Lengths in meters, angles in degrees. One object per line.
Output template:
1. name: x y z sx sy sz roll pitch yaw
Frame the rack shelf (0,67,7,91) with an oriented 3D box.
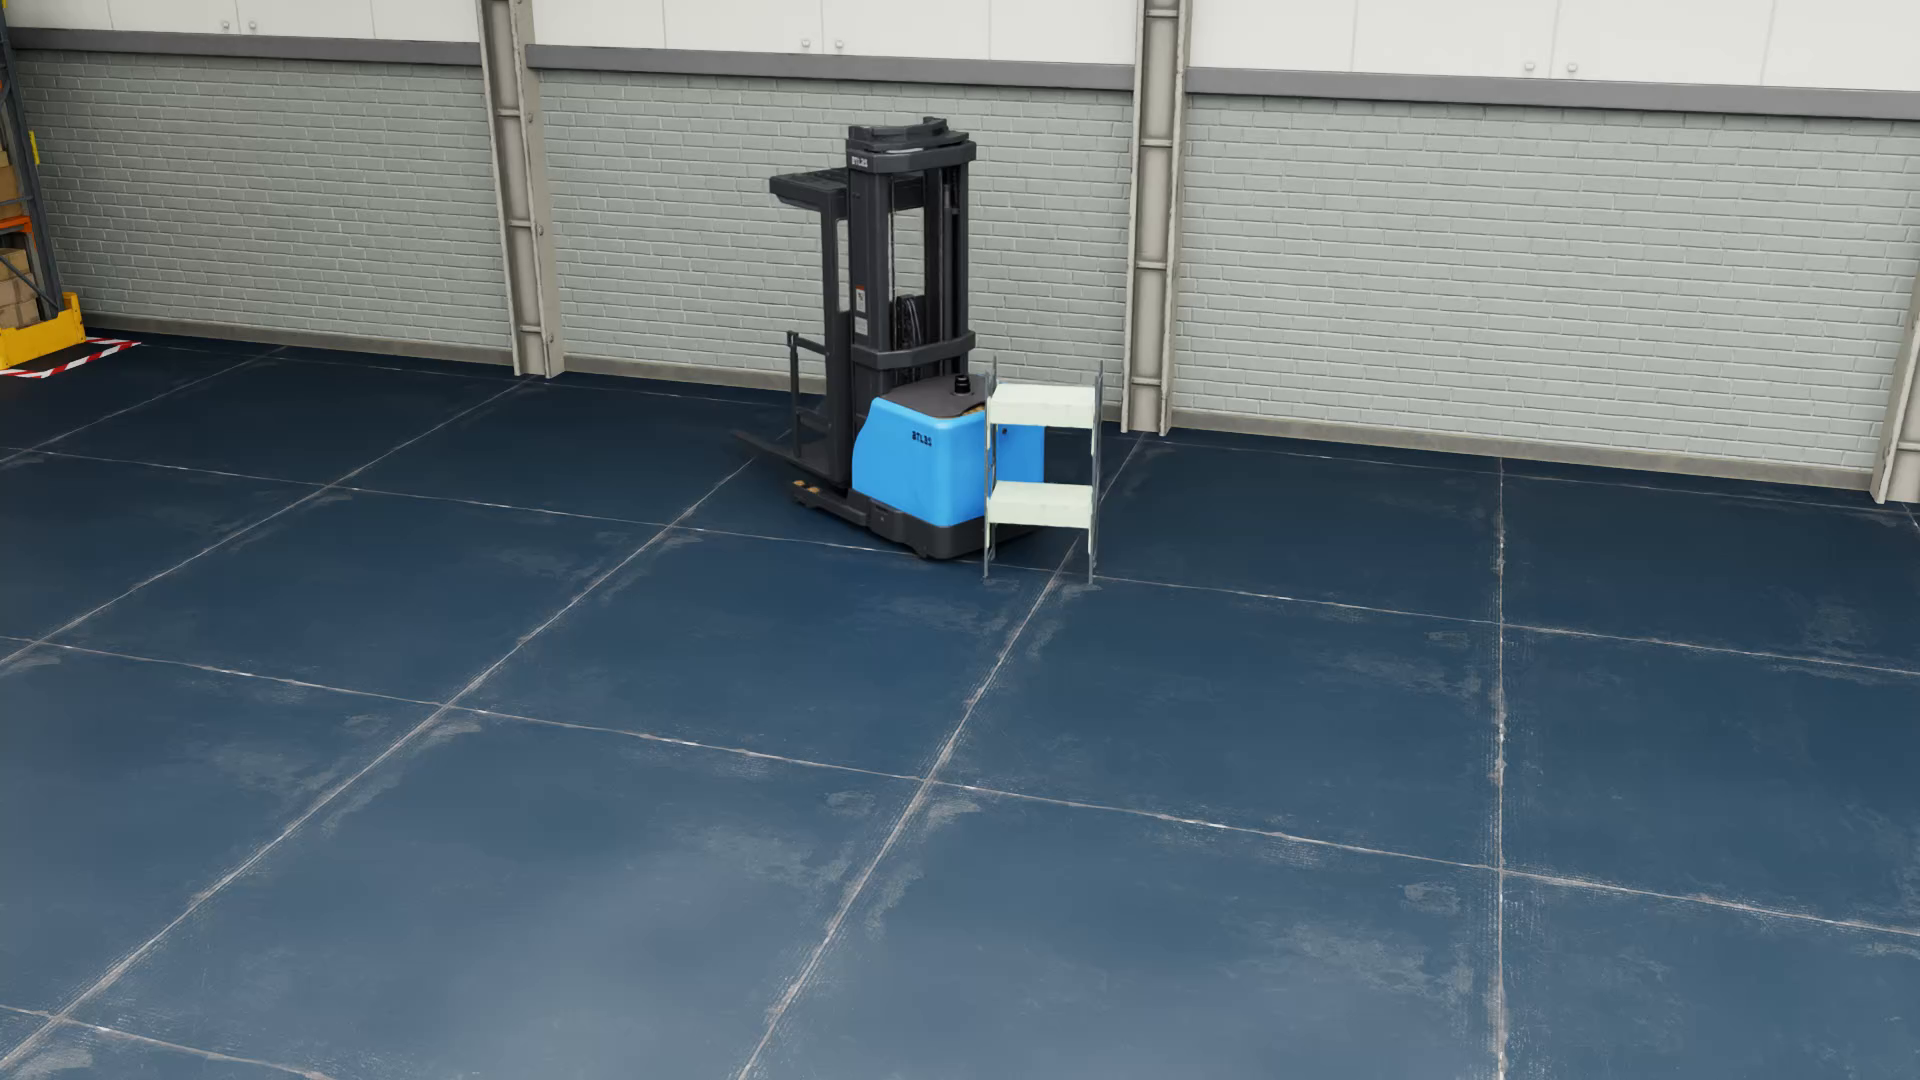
1. rack shelf: -11.357 -4.555 16.418 4.000 0.370 1.077 7 23 16

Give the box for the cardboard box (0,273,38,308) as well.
1. cardboard box: -9.832 -2.562 16.973 0.500 0.250 0.500 7 23 16

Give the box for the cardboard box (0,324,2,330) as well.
1. cardboard box: -9.983 -2.140 16.604 0.500 0.250 0.500 7 23 16

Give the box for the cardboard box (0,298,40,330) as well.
1. cardboard box: -9.855 -2.328 17.063 0.500 0.250 0.500 7 23 16

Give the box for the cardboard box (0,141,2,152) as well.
1. cardboard box: -9.702 -3.880 16.397 0.250 0.149 0.380 6 23 14

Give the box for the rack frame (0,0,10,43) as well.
1. rack frame: -9.442 -6.057 15.178 0.127 3.000 1.000 7 23 16

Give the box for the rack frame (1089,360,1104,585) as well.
1. rack frame: 0.933 -0.455 11.402 0.023 1.500 0.400 4 23 8

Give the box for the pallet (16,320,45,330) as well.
1. pallet: -10.186 -2.060 17.013 1.213 0.211 1.003 7 23 16

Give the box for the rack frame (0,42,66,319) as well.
1. rack frame: -9.442 -3.281 16.317 0.127 3.000 1.000 7 23 16

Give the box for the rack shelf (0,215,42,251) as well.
1. rack shelf: -11.357 -3.168 16.988 4.000 0.370 1.077 7 23 16

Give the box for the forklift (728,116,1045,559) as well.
1. forklift: -0.708 -1.707 12.570 1.130 2.935 3.031 -18 28 -37

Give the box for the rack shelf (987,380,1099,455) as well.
1. rack shelf: 0.572 -0.838 11.308 0.720 0.370 0.431 4 23 8

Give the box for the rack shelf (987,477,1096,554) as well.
1. rack shelf: 0.572 -0.175 11.580 0.720 0.370 0.431 4 23 8

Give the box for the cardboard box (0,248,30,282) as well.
1. cardboard box: -9.847 -2.787 16.865 0.500 0.250 0.500 6 23 15

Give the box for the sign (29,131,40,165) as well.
1. sign: -9.276 -3.919 16.627 0.005 0.325 0.100 7 23 16

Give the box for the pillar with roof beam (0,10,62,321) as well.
1. pillar with roof beam: -11.092 -4.896 12.349 0.400 9.000 9.100 7 23 16

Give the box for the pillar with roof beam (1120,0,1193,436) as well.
1. pillar with roof beam: 0.397 -3.581 9.142 0.400 9.000 9.100 7 23 16

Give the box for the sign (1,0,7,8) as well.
1. sign: -9.276 -5.311 16.056 0.005 0.325 0.100 7 23 16

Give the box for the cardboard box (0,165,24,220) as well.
1. cardboard box: -9.836 -3.483 16.676 0.500 0.500 0.500 7 23 17

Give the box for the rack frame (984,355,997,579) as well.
1. rack frame: 0.211 -0.499 11.510 0.023 1.500 0.400 4 23 8

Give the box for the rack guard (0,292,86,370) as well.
1. rack guard: -9.419 -2.122 16.785 0.348 0.500 1.175 7 23 16

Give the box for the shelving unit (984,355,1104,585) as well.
1. shelving unit: 0.572 -0.477 11.456 0.755 1.500 0.431 4 23 8

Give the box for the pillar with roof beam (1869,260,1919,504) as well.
1. pillar with roof beam: 6.141 -2.923 7.539 0.400 9.000 9.100 7 23 16

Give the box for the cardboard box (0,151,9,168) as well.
1. cardboard box: -9.692 -3.759 16.495 0.250 0.149 0.380 6 23 14

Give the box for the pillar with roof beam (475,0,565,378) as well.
1. pillar with roof beam: -5.347 -4.239 10.746 0.400 9.000 9.100 7 23 16
